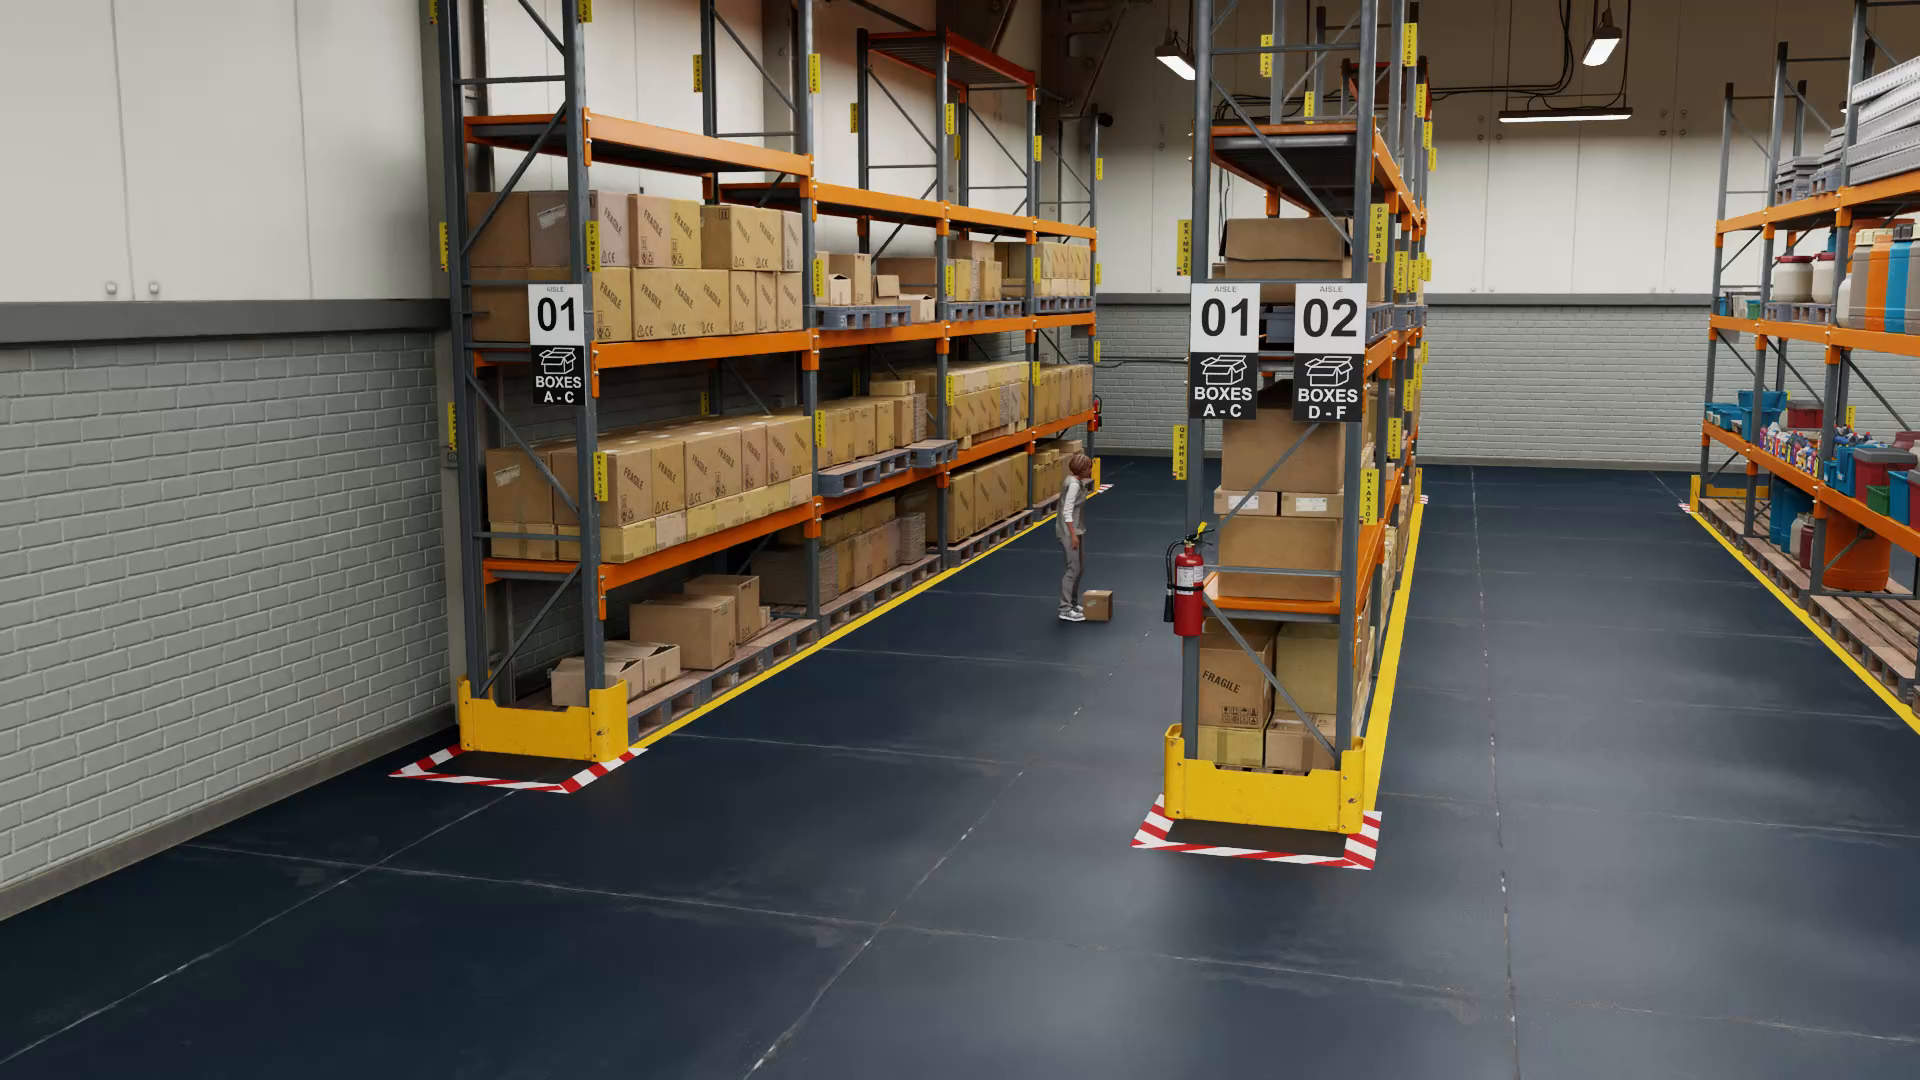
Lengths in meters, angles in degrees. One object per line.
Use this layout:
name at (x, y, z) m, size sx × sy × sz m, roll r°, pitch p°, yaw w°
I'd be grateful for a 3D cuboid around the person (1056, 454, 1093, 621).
person at (1.102, -0.038, 16.129) m, size 0.343 × 1.593 × 0.485 m, roll 2°, pitch 9°, yaw 13°
